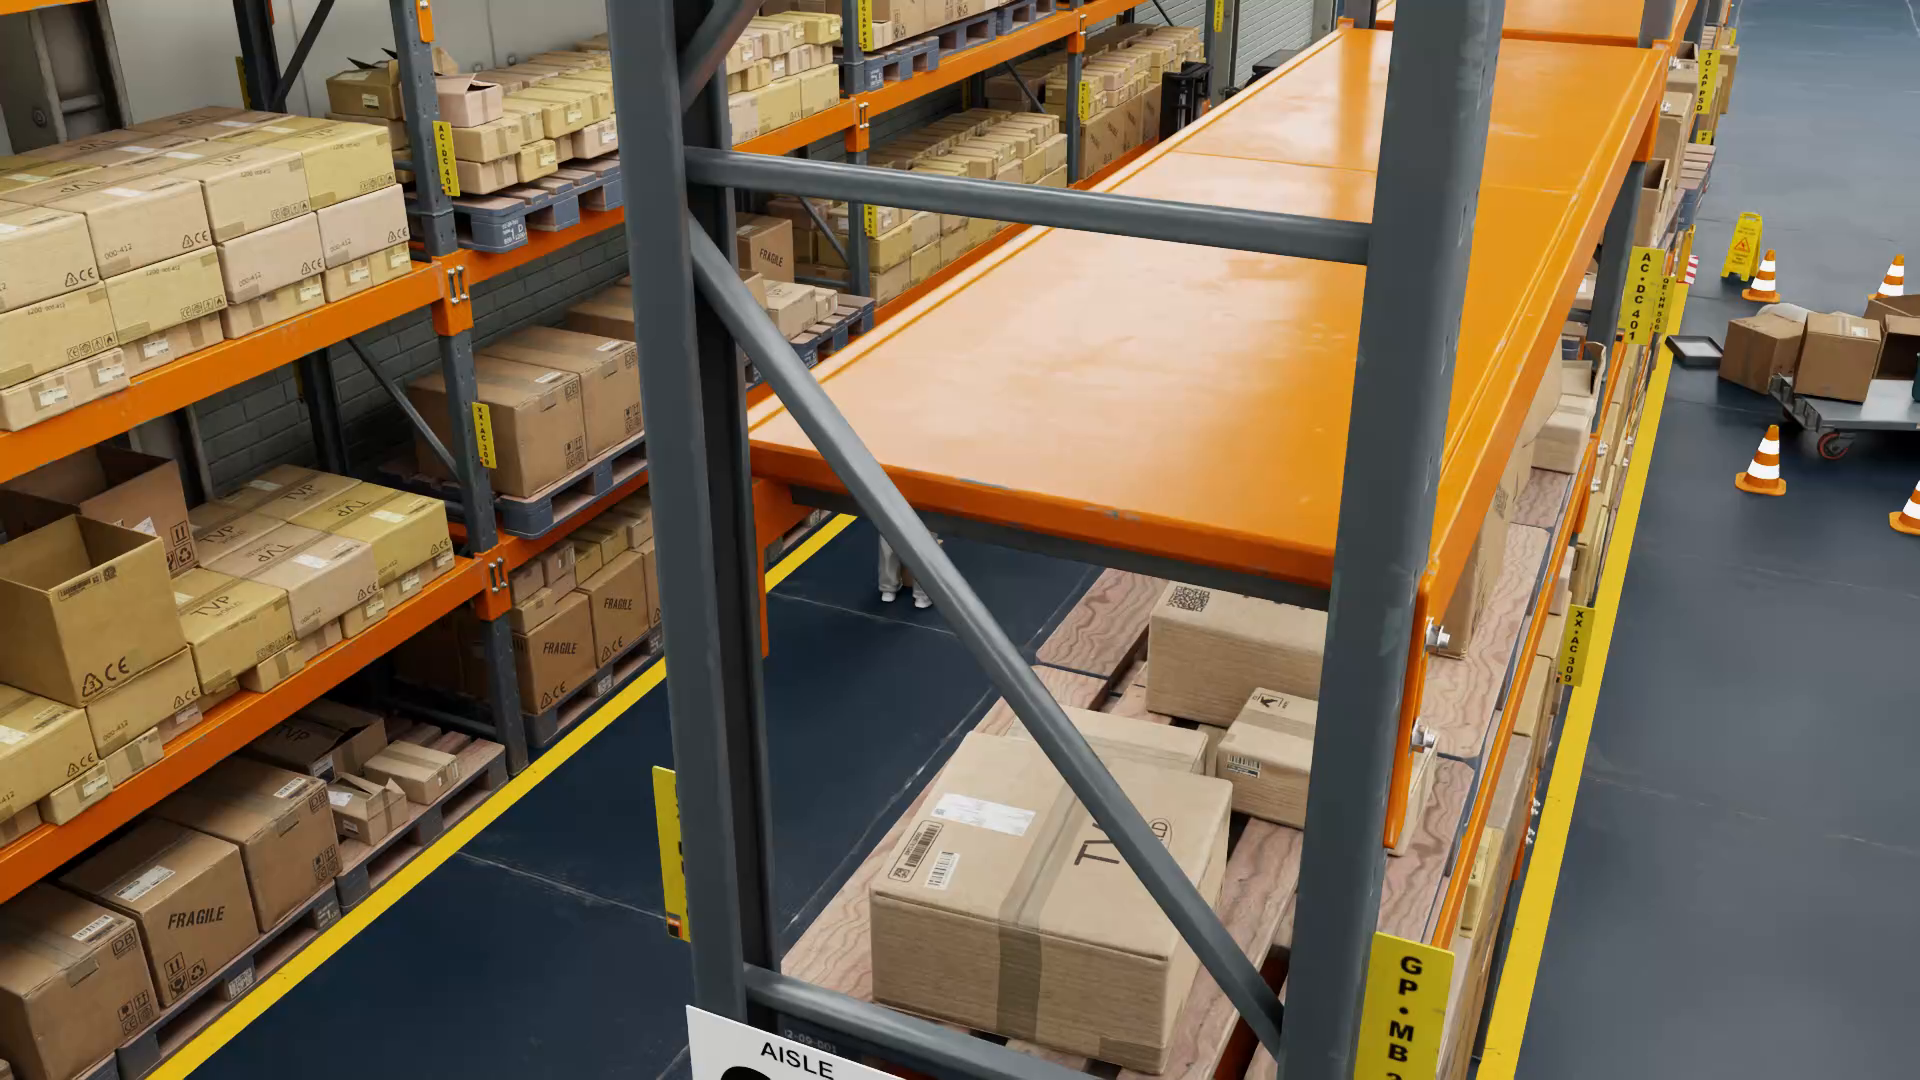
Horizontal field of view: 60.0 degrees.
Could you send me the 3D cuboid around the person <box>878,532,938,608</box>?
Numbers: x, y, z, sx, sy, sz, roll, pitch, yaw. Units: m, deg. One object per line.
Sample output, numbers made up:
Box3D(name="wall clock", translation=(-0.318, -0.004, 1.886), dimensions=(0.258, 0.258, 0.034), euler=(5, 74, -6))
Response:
Box3D(name="person", translation=(-0.340, -0.392, 10.216), dimensions=(0.489, 1.673, 0.358), euler=(11, 28, 21))
